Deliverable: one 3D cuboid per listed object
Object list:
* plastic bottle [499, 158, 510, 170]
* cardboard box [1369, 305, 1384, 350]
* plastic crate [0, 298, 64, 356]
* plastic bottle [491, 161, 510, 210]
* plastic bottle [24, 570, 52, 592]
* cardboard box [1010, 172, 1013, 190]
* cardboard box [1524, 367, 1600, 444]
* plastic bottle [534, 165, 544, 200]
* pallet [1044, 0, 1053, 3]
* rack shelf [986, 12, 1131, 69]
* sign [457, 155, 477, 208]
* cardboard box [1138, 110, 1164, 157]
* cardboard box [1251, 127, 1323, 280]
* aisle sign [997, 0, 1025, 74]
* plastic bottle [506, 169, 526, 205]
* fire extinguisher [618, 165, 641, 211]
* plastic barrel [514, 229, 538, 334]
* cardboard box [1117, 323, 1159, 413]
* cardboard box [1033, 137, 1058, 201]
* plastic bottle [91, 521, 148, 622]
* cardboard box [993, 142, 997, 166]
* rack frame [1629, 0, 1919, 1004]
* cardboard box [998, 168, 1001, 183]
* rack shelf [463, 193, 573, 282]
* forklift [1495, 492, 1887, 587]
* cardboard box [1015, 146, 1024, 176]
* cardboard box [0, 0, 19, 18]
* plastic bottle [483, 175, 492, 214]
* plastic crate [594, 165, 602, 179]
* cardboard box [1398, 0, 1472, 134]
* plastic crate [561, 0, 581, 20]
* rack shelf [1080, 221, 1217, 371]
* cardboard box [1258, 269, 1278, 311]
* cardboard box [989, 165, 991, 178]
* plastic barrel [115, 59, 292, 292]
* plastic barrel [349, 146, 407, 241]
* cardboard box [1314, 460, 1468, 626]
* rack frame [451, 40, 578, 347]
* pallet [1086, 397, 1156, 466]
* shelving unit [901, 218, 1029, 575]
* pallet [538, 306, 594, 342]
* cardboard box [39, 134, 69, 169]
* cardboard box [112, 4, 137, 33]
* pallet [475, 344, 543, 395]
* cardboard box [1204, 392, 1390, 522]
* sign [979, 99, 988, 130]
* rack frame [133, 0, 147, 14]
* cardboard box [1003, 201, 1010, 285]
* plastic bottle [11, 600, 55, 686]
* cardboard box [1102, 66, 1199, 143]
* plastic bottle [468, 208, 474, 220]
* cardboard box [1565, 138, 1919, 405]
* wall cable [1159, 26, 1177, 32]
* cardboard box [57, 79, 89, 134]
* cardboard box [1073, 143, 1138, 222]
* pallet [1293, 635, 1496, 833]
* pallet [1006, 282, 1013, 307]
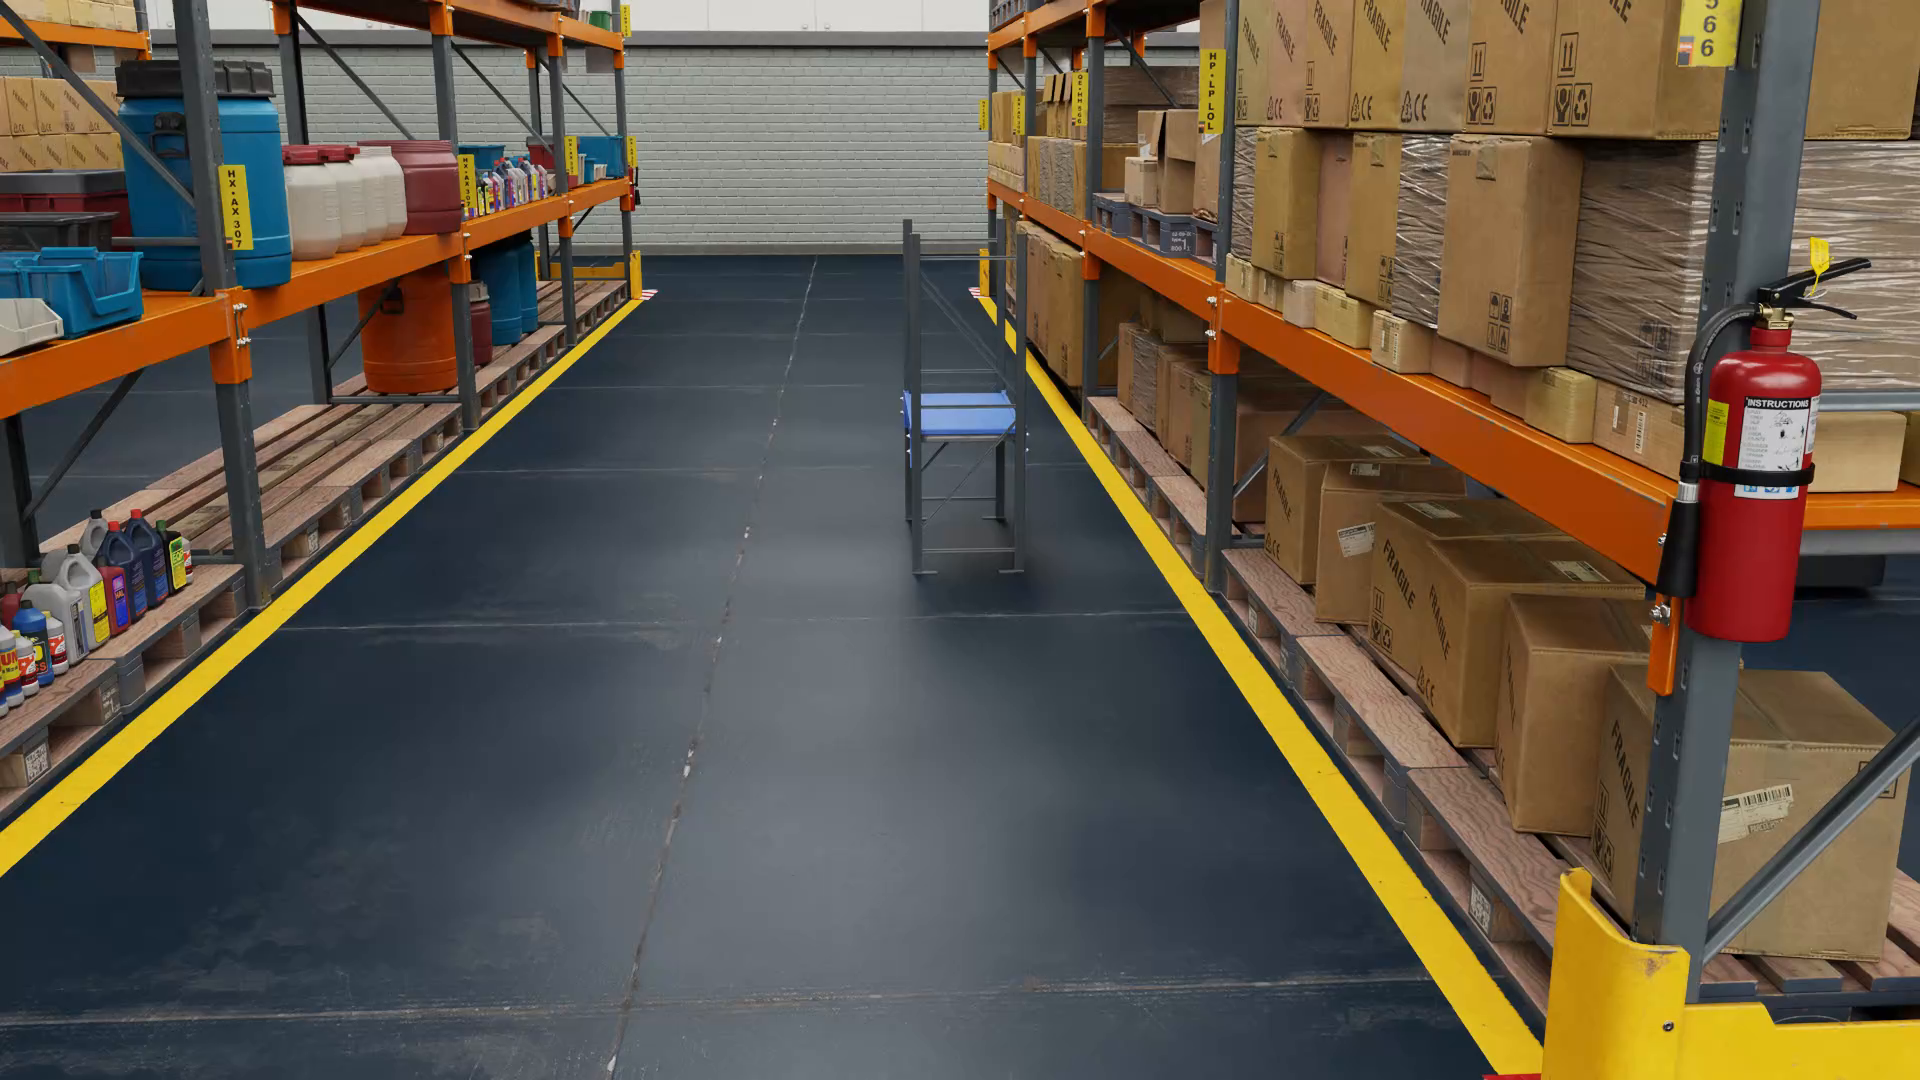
[{"bbox_3d":[-3.629,-2.855,13.203,0.144,0.351,0.185,-1,14,-3],"label":"plastic bottle"},{"bbox_3d":[1.439,-0.624,4.935,0.380,0.149,0.250,-1,14,-3],"label":"cardboard box"},{"bbox_3d":[-3.031,-0.634,4.999,0.530,0.136,0.437,-1,14,-3],"label":"plastic crate"},{"bbox_3d":[-3.428,-2.630,12.326,0.144,0.351,0.185,-1,14,-3],"label":"plastic bottle"},{"bbox_3d":[-3.125,0.233,5.670,0.061,0.283,0.133,-1,14,-3],"label":"plastic bottle"},{"bbox_3d":[0.670,-3.368,15.602,0.380,0.149,0.250,-1,14,-2],"label":"cardboard box"},{"bbox_3d":[1.502,-0.313,3.726,0.380,0.149,0.250,-1,14,-3],"label":"cardboard box"},{"bbox_3d":[-3.473,-2.945,13.685,0.061,0.283,0.133,-1,14,-3],"label":"plastic bottle"},{"bbox_3d":[1.146,-4.031,12.034,1.003,0.211,1.213,0,14,-1],"label":"pallet"},{"bbox_3d":[0.940,-4.829,16.200,1.077,0.370,4.000,-1,14,-3],"label":"rack shelf"},{"bbox_3d":[-3.083,-2.245,10.406,0.100,0.325,0.005,-1,14,-3],"label":"sign"},{"bbox_3d":[1.385,-2.351,10.100,0.500,0.500,0.500,-3,15,-10],"label":"cardboard box"},{"bbox_3d":[1.521,-1.193,5.844,0.875,0.500,0.500,-1,14,-3],"label":"cardboard box"},{"bbox_3d":[0.512,-5.495,18.145,0.394,0.787,0.004,-1,14,-3],"label":"aisle sign"},{"bbox_3d":[-3.471,-2.748,12.937,0.152,0.276,0.135,-1,14,-3],"label":"plastic bottle"},{"bbox_3d":[-3.683,-3.972,18.349,0.296,0.674,0.183,-1,14,-3],"label":"fire extinguisher"},{"bbox_3d":[-3.863,-2.203,13.936,0.600,0.901,0.708,-1,14,-3],"label":"plastic barrel"},{"bbox_3d":[1.373,-1.069,10.294,0.700,0.500,0.500,-2,15,-6],"label":"cardboard box"},{"bbox_3d":[0.875,-3.033,13.593,0.500,0.500,0.500,-1,14,-3],"label":"cardboard box"},{"bbox_3d":[-3.045,0.112,6.005,0.144,0.351,0.185,-2,15,-6],"label":"plastic bottle"},{"bbox_3d":[0.615,-4.041,17.416,0.500,0.250,0.500,-1,14,-4],"label":"cardboard box"},{"bbox_3d":[1.810,-0.243,2.952,0.949,2.616,0.053,-1,14,-3],"label":"rack frame"},{"bbox_3d":[0.591,-3.688,16.843,0.380,0.149,0.250,-1,14,-4],"label":"cardboard box"},{"bbox_3d":[-3.756,-2.305,12.410,1.077,0.370,4.000,-1,14,-3],"label":"rack shelf"},{"bbox_3d":[3.386,-1.530,8.091,1.130,2.935,3.031,0,14,0],"label":"forklift"},{"bbox_3d":[0.774,-3.405,14.943,0.500,0.250,0.500,-1,14,-4],"label":"cardboard box"},{"bbox_3d":[-8.634,-4.705,14.573,0.500,0.250,0.500,-1,14,-3],"label":"cardboard box"},{"bbox_3d":[-3.367,-2.441,11.754,0.097,0.271,0.097,0,14,0],"label":"plastic bottle"},{"bbox_3d":[-3.893,-3.775,17.087,0.396,0.136,0.243,-1,14,-3],"label":"plastic crate"},{"bbox_3d":[1.461,-1.301,4.260,0.500,0.500,0.500,-1,14,-3],"label":"cardboard box"},{"bbox_3d":[-3.683,-4.854,15.113,0.497,0.269,0.590,-1,14,-3],"label":"plastic crate"},{"bbox_3d":[1.435,-1.387,8.841,1.077,0.370,4.000,-1,14,-3],"label":"rack shelf"},{"bbox_3d":[1.318,-0.934,6.141,0.380,0.149,0.250,-1,14,-3],"label":"cardboard box"},{"bbox_3d":[0.508,-4.007,18.085,0.380,0.149,0.250,-1,14,-3],"label":"cardboard box"},{"bbox_3d":[-3.106,-1.505,6.850,0.600,0.901,0.708,-1,14,-3],"label":"plastic barrel"},{"bbox_3d":[-3.355,-1.958,9.391,0.421,0.512,0.421,0,14,0],"label":"plastic barrel"},{"bbox_3d":[1.587,0.012,6.135,0.500,0.500,0.500,4,15,14],"label":"cardboard box"},{"bbox_3d":[-3.880,-3.151,14.253,1.000,3.000,0.127,-1,14,-3],"label":"rack frame"},{"bbox_3d":[1.358,-0.688,10.276,1.003,0.211,1.213,-1,14,-3],"label":"pallet"},{"bbox_3d":[0.005,-0.705,7.757,0.538,1.500,1.048,-1,14,-3],"label":"shelving unit"},{"bbox_3d":[-3.964,-1.983,15.309,1.003,0.211,1.213,-1,14,-3],"label":"pallet"},{"bbox_3d":[-8.647,-3.507,15.435,0.500,0.500,0.500,-1,14,-4],"label":"cardboard box"},{"bbox_3d":[-8.777,-5.327,16.990,0.500,0.250,0.500,-1,14,-3],"label":"cardboard box"},{"bbox_3d":[-3.795,-1.304,12.670,1.003,0.211,1.213,-1,14,-3],"label":"pallet"},{"bbox_3d":[1.543,-0.393,7.669,0.700,0.500,0.500,-2,15,-8],"label":"cardboard box"},{"bbox_3d":[0.262,-4.673,18.272,0.100,0.325,0.005,-1,14,-3],"label":"sign"},{"bbox_3d":[-9.072,-6.976,17.079,1.000,3.000,0.127,-1,14,-3],"label":"rack frame"},{"bbox_3d":[0.935,-3.239,18.016,0.875,0.875,0.875,-1,14,-3],"label":"cardboard box"},{"bbox_3d":[-2.978,0.325,5.334,0.097,0.271,0.097,0,14,0],"label":"plastic bottle"},{"bbox_3d":[1.282,-2.949,11.254,0.797,0.503,0.637,0,14,-2],"label":"cardboard box"},{"bbox_3d":[-3.311,-2.295,11.160,0.061,0.283,0.133,-1,14,-3],"label":"plastic bottle"},{"bbox_3d":[1.800,-0.573,3.435,0.875,0.500,0.500,-1,14,-3],"label":"cardboard box"},{"bbox_3d":[3.906,-10.145,22.941,2.277,5.999,0.120,-1,14,-3],"label":"wall cable"},{"bbox_3d":[-8.669,-4.114,15.790,0.500,0.500,0.500,0,14,-2],"label":"cardboard box"},{"bbox_3d":[1.034,-2.400,11.134,0.500,0.500,0.500,0,14,-2],"label":"cardboard box"},{"bbox_3d":[1.715,0.583,5.336,1.003,0.211,1.213,-1,14,-3],"label":"pallet"},{"bbox_3d":[0.943,-2.674,17.996,1.003,0.211,1.213,-1,14,-3],"label":"pallet"}]
